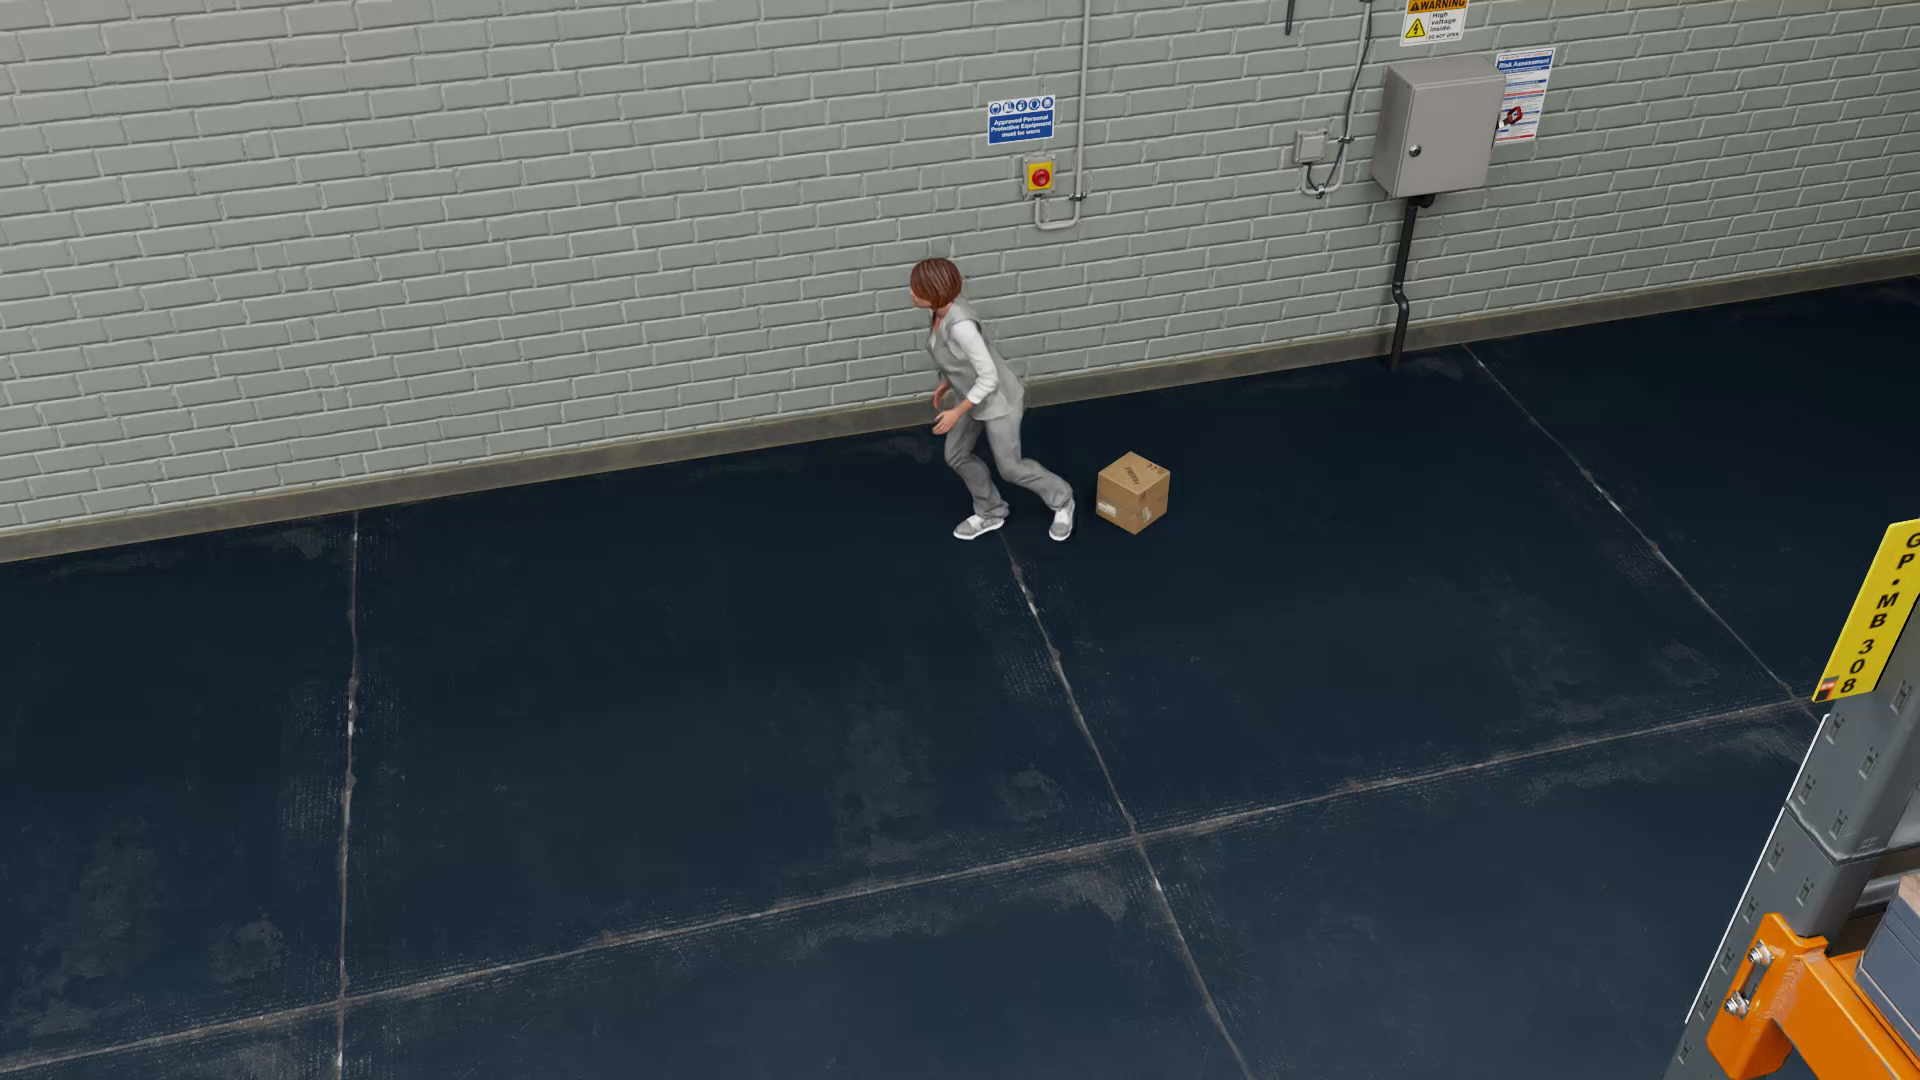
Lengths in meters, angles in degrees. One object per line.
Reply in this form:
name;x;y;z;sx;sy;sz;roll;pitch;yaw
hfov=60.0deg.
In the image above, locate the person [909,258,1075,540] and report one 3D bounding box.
person;0.164;-0.638;7.582;0.761;1.511;0.544;-16;42;-19
